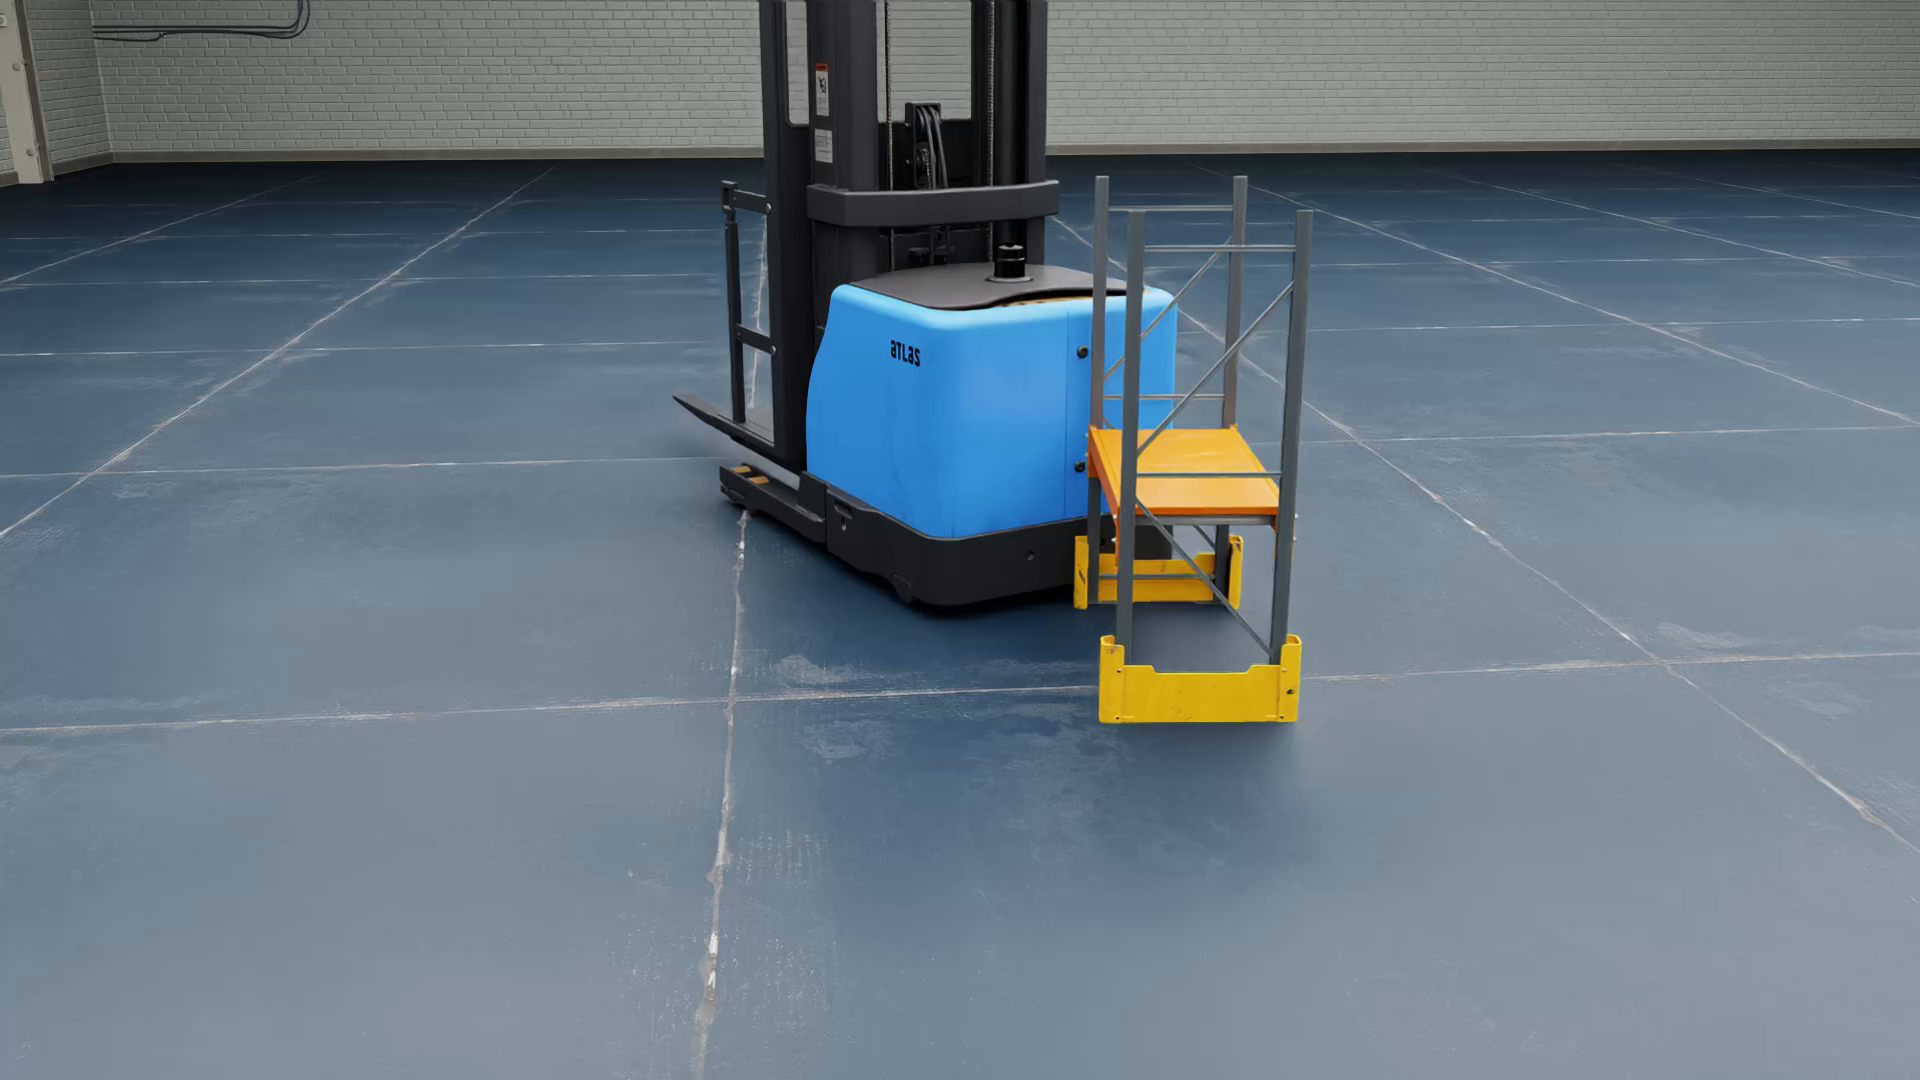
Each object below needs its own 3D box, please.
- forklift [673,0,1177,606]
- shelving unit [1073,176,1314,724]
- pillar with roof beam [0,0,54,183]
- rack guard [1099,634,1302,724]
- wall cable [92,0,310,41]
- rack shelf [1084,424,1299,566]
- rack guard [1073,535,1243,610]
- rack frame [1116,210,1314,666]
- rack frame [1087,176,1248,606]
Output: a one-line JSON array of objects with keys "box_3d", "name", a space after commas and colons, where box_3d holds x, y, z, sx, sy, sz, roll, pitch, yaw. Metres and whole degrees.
[{"box_3d": [-0.378, -1.562, 6.761, 1.130, 2.935, 3.031, -10, 20, -28], "name": "forklift"}, {"box_3d": [0.705, -0.332, 5.229, 0.587, 1.500, 1.083, 0, 17, -1], "name": "shelving unit"}, {"box_3d": [-7.541, -9.008, 20.346, 9.100, 9.000, 0.400, -2, 18, -6], "name": "pillar with roof beam"}, {"box_3d": [0.710, 0.414, 4.941, 0.587, 0.250, 0.087, 0, 17, -1], "name": "rack guard"}, {"box_3d": [-10.812, -8.312, 23.313, 3.097, 2.526, 0.112, -2, 18, -6], "name": "wall cable"}, {"box_3d": [0.705, -0.163, 5.292, 0.538, 0.185, 1.000, 0, 17, -1], "name": "rack shelf"}, {"box_3d": [0.700, 0.116, 5.892, 0.587, 0.250, 0.087, 0, 17, -1], "name": "rack guard"}, {"box_3d": [0.710, -0.182, 4.753, 0.500, 1.500, 0.032, 0, 17, -1], "name": "rack frame"}, {"box_3d": [0.699, -0.487, 5.723, 0.500, 1.500, 0.032, 0, 17, -1], "name": "rack frame"}]
